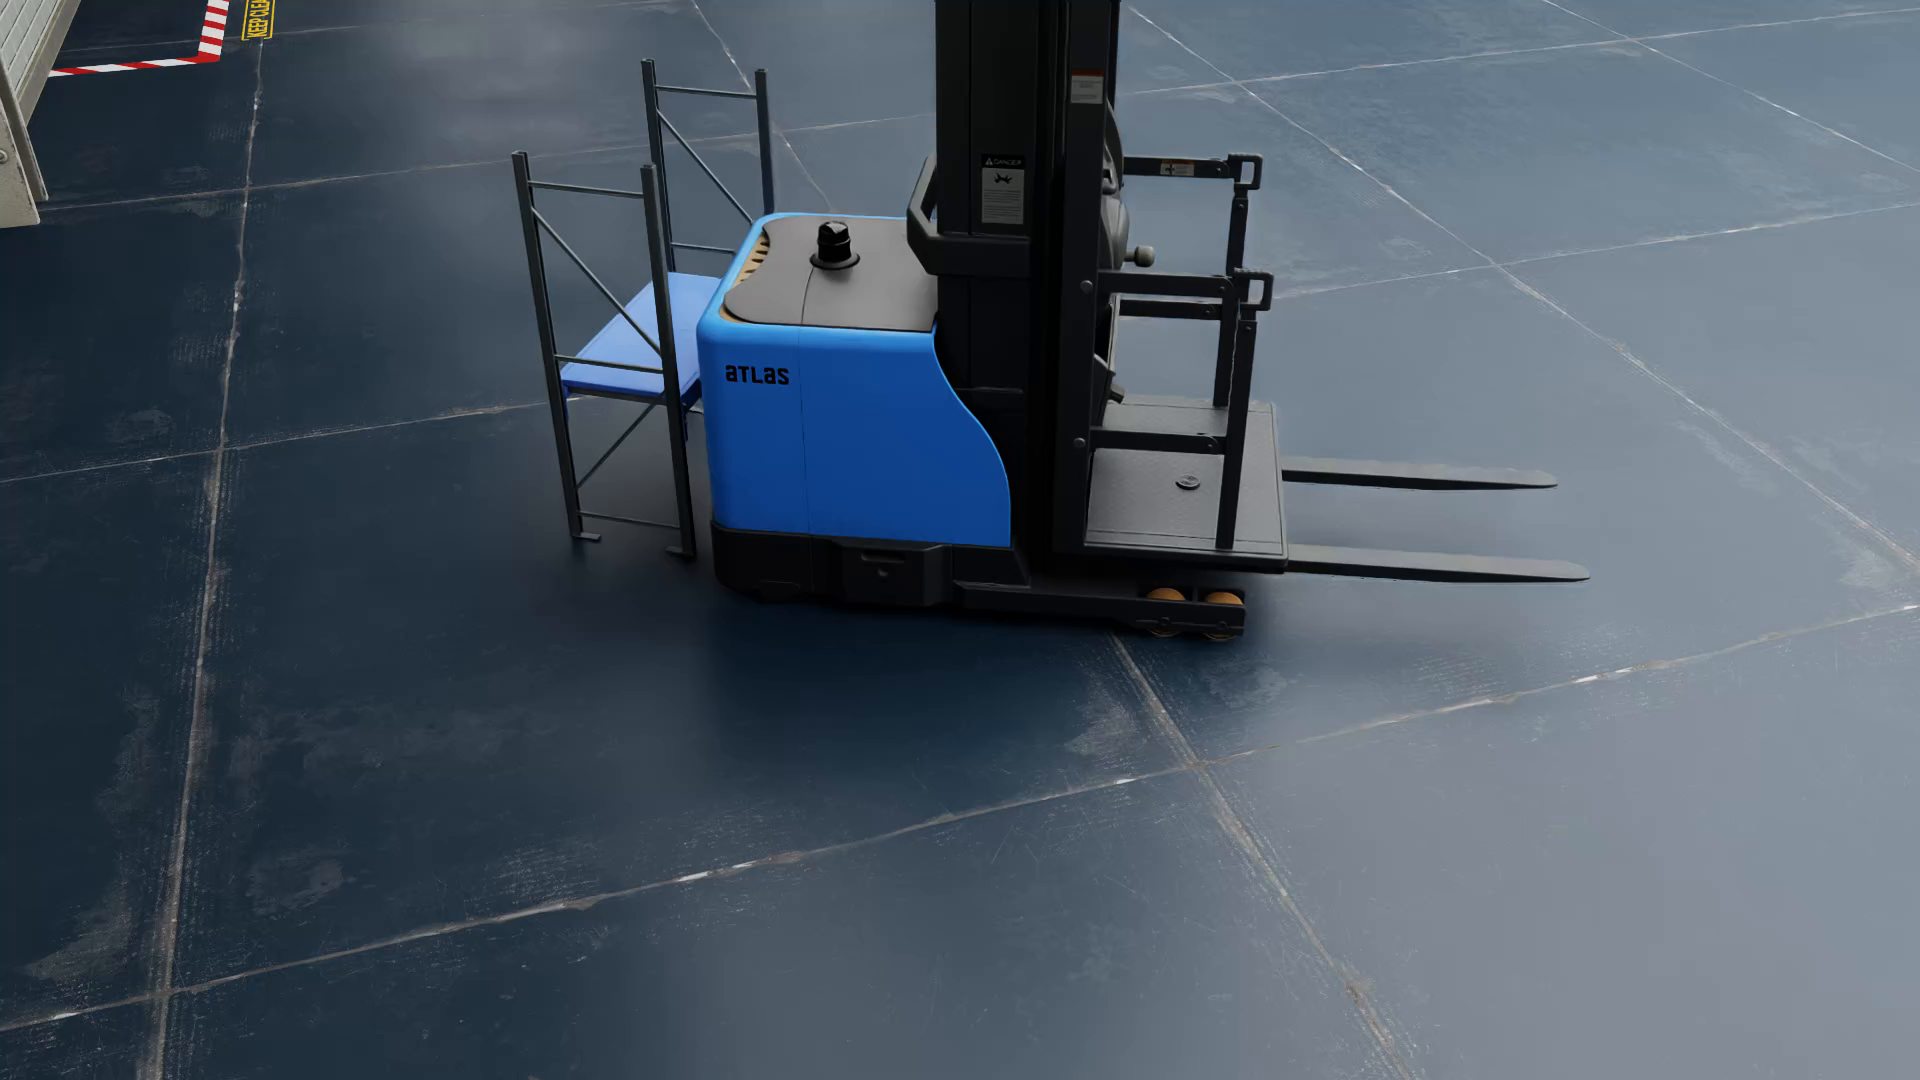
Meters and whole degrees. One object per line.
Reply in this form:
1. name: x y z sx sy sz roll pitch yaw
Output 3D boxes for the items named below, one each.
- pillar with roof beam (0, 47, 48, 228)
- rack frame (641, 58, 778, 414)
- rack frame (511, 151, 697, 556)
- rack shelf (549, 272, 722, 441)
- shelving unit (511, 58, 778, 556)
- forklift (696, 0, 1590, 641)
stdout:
1. pillar with roof beam: -0.969 -6.224 7.507 9.100 9.000 0.400 -10 35 -15
2. rack frame: -0.957 -1.151 6.631 0.500 1.500 0.032 9 34 13
3. rack frame: -1.224 -0.610 5.813 0.500 1.500 0.032 9 34 13
4. rack shelf: -1.090 -0.730 6.321 0.538 0.185 1.000 9 34 13
5. shelving unit: -1.090 -0.880 6.222 0.538 1.500 1.048 9 34 13
6. forklift: 0.678 -1.188 5.390 3.031 2.935 1.130 4 34 6
